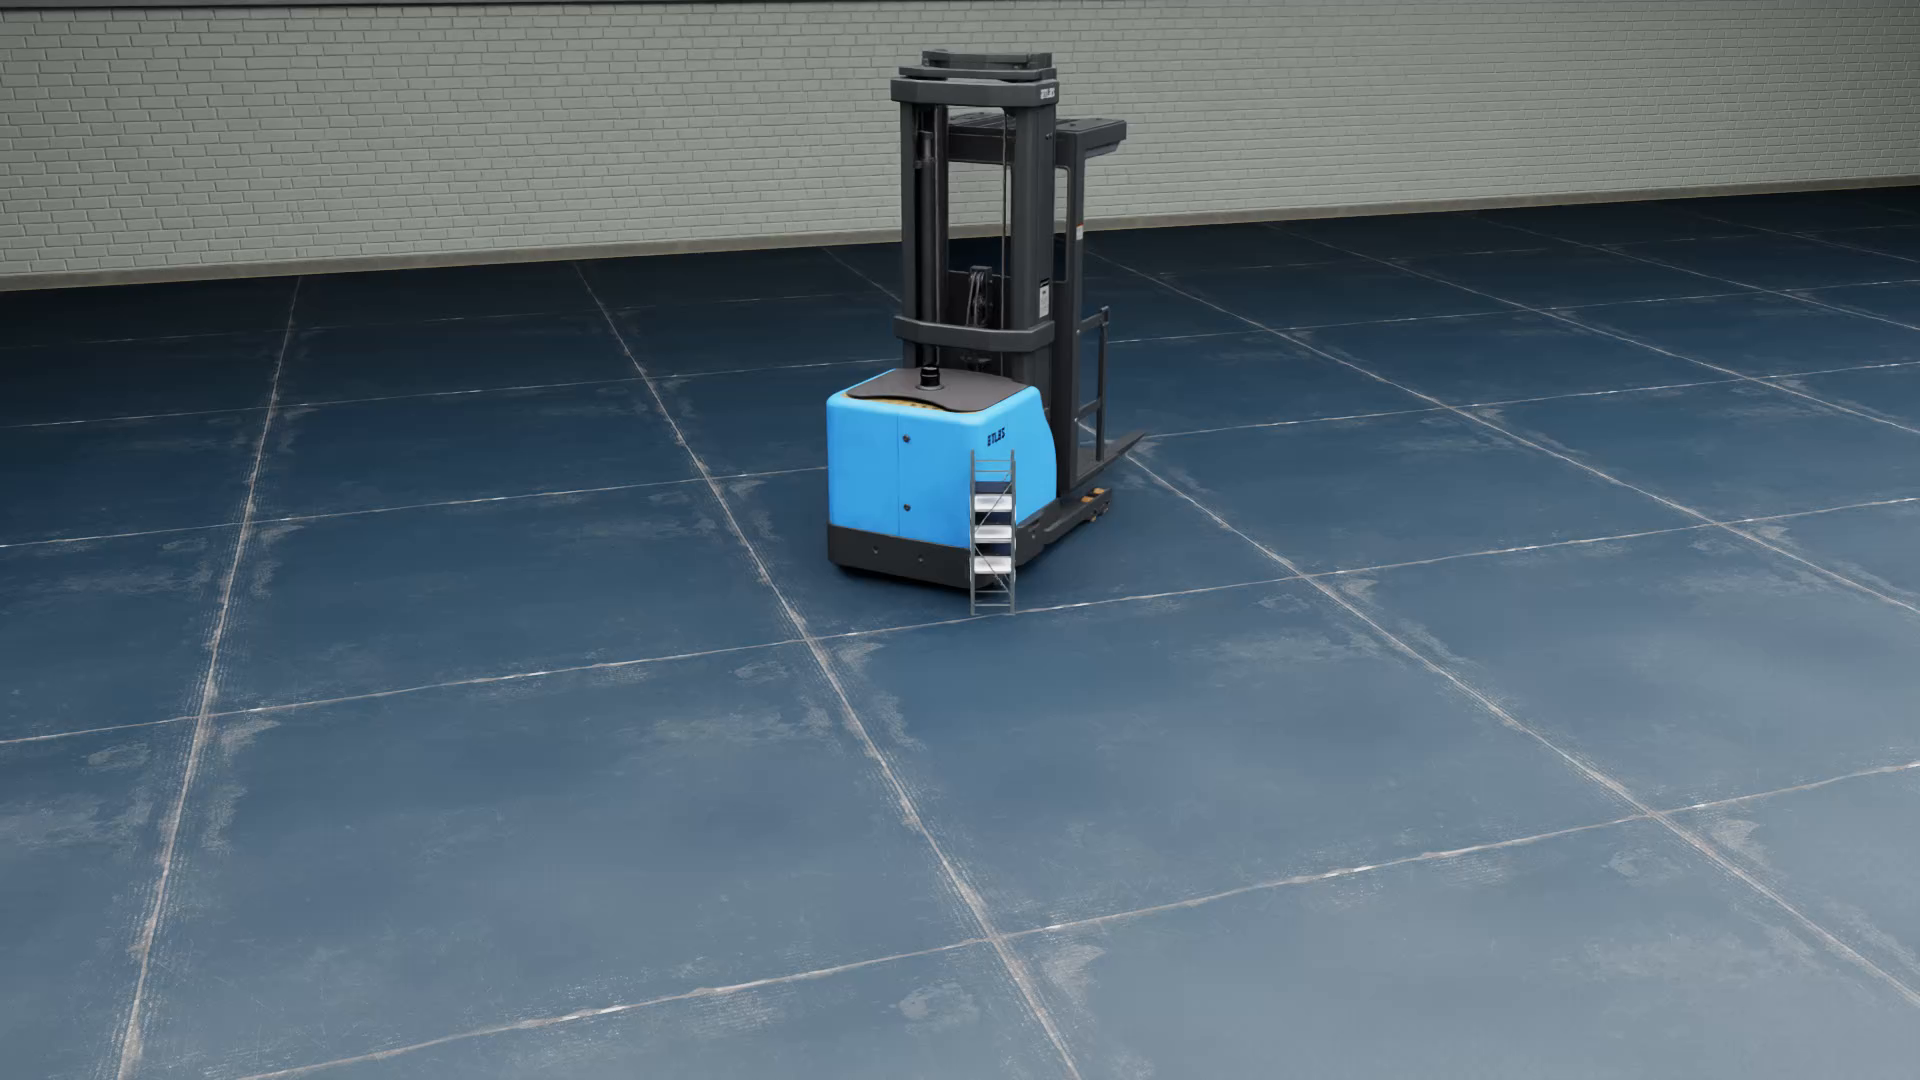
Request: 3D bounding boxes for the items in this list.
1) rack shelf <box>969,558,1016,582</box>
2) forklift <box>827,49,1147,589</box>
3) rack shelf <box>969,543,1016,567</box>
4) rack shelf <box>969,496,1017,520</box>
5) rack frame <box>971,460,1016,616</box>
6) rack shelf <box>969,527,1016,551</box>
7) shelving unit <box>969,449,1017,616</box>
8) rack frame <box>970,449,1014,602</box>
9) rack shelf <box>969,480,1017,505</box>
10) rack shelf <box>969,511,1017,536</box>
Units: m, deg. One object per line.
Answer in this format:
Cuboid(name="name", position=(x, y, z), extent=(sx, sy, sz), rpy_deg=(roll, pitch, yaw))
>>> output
Cuboid(name="rack shelf", position=(0.180, 0.162, 9.266), extent=(0.258, 0.077, 0.200), rpy_deg=(0, 20, 0))
Cuboid(name="forklift", position=(0.347, -1.557, 10.416), extent=(1.130, 2.935, 3.031), rpy_deg=(10, 22, 26))
Cuboid(name="rack shelf", position=(0.180, 0.077, 9.235), extent=(0.258, 0.077, 0.200), rpy_deg=(0, 20, 0))
Cuboid(name="rack shelf", position=(0.180, -0.177, 9.144), extent=(0.258, 0.077, 0.200), rpy_deg=(0, 20, 0))
Cuboid(name="rack frame", position=(0.180, -0.005, 9.098), extent=(0.240, 0.900, 0.006), rpy_deg=(0, 20, 0))
Cuboid(name="rack shelf", position=(0.180, -0.008, 9.205), extent=(0.258, 0.077, 0.200), rpy_deg=(0, 20, 0))
Cuboid(name="shelving unit", position=(0.180, -0.039, 9.193), extent=(0.258, 0.900, 0.210), rpy_deg=(0, 20, 0))
Cuboid(name="rack frame", position=(0.179, -0.073, 9.289), extent=(0.240, 0.900, 0.006), rpy_deg=(0, 20, 0))
Cuboid(name="rack shelf", position=(0.180, -0.262, 9.113), extent=(0.258, 0.077, 0.200), rpy_deg=(0, 20, 0))
Cuboid(name="rack shelf", position=(0.180, -0.092, 9.174), extent=(0.258, 0.077, 0.200), rpy_deg=(0, 20, 0))
